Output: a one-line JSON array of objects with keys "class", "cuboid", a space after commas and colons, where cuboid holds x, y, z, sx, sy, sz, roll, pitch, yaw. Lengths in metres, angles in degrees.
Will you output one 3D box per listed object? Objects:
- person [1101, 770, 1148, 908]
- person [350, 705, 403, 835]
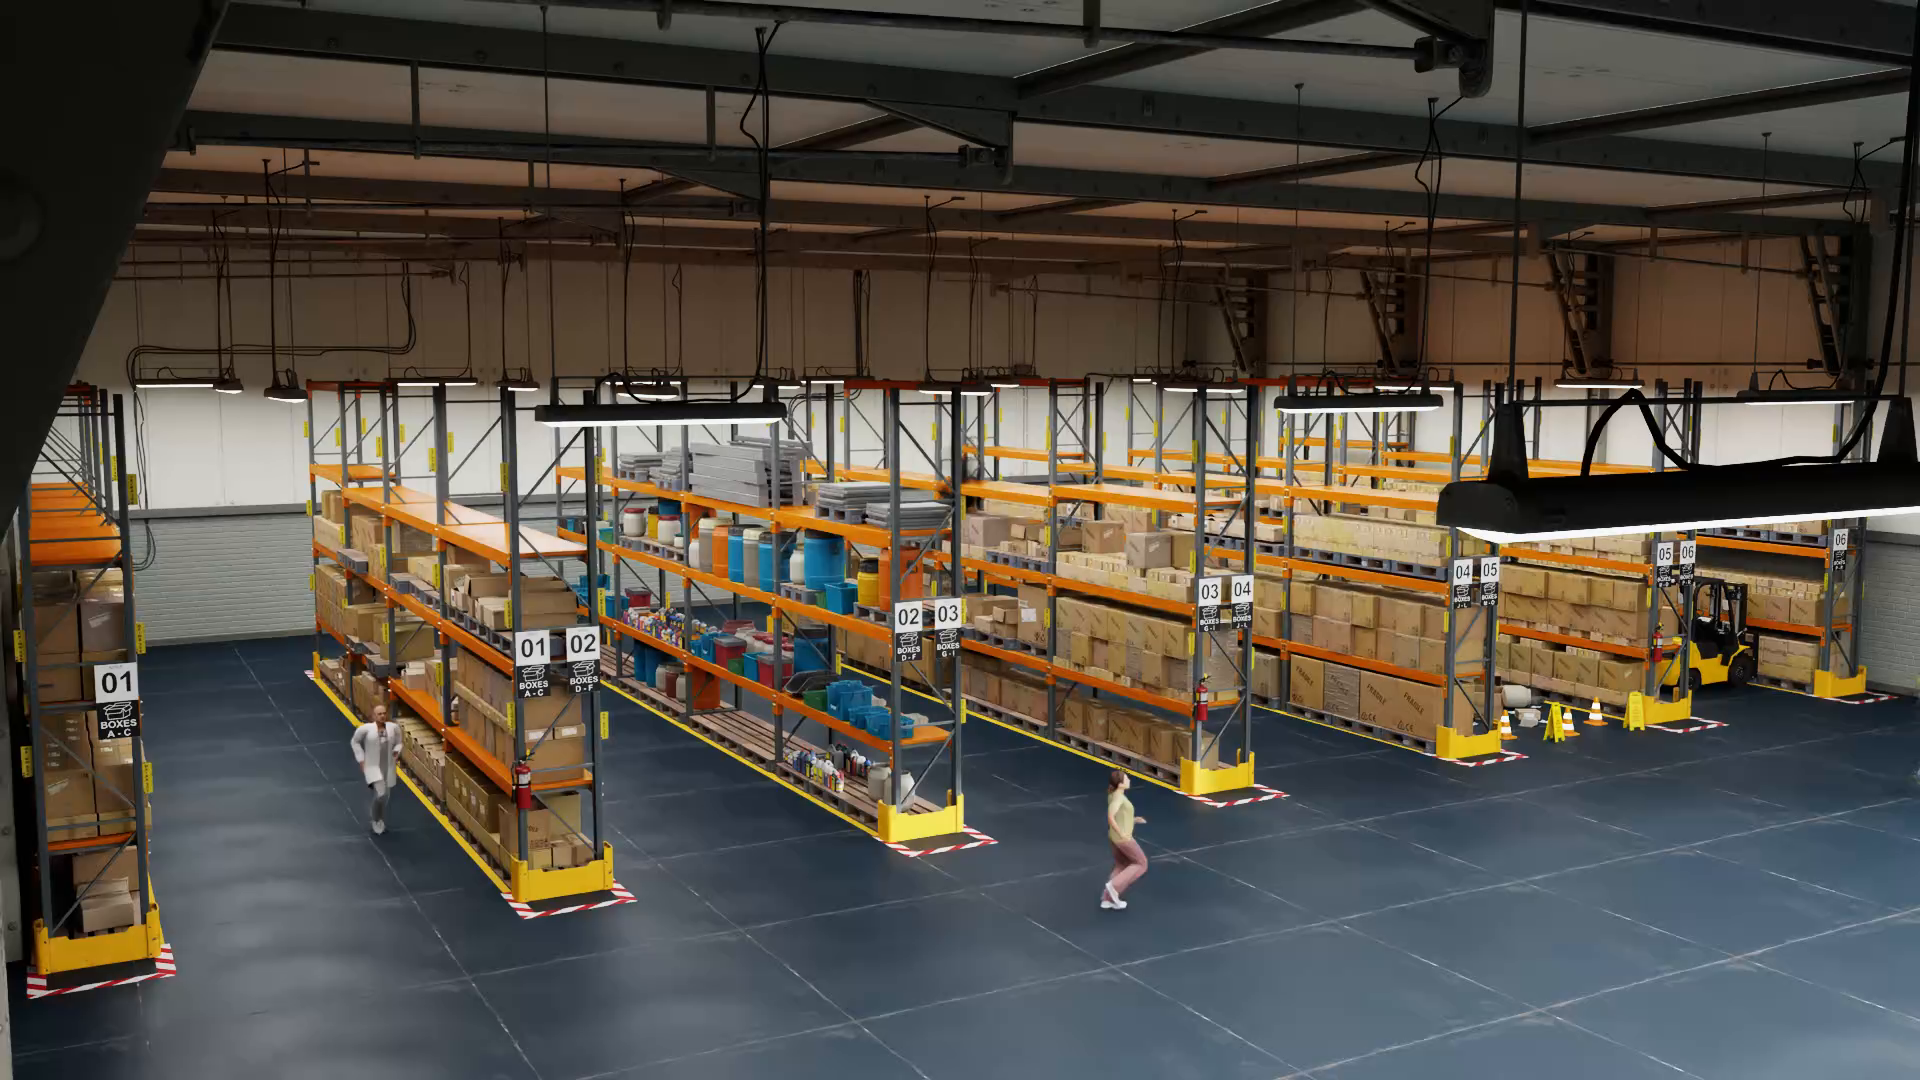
[{"class": "person", "cuboid": [1.906, 3.466, 19.273, 0.550, 1.629, 0.566, -1, 6, -10]}, {"class": "person", "cuboid": [-7.796, 3.108, 22.383, 0.619, 1.705, 0.816, -5, 8, -41]}]
